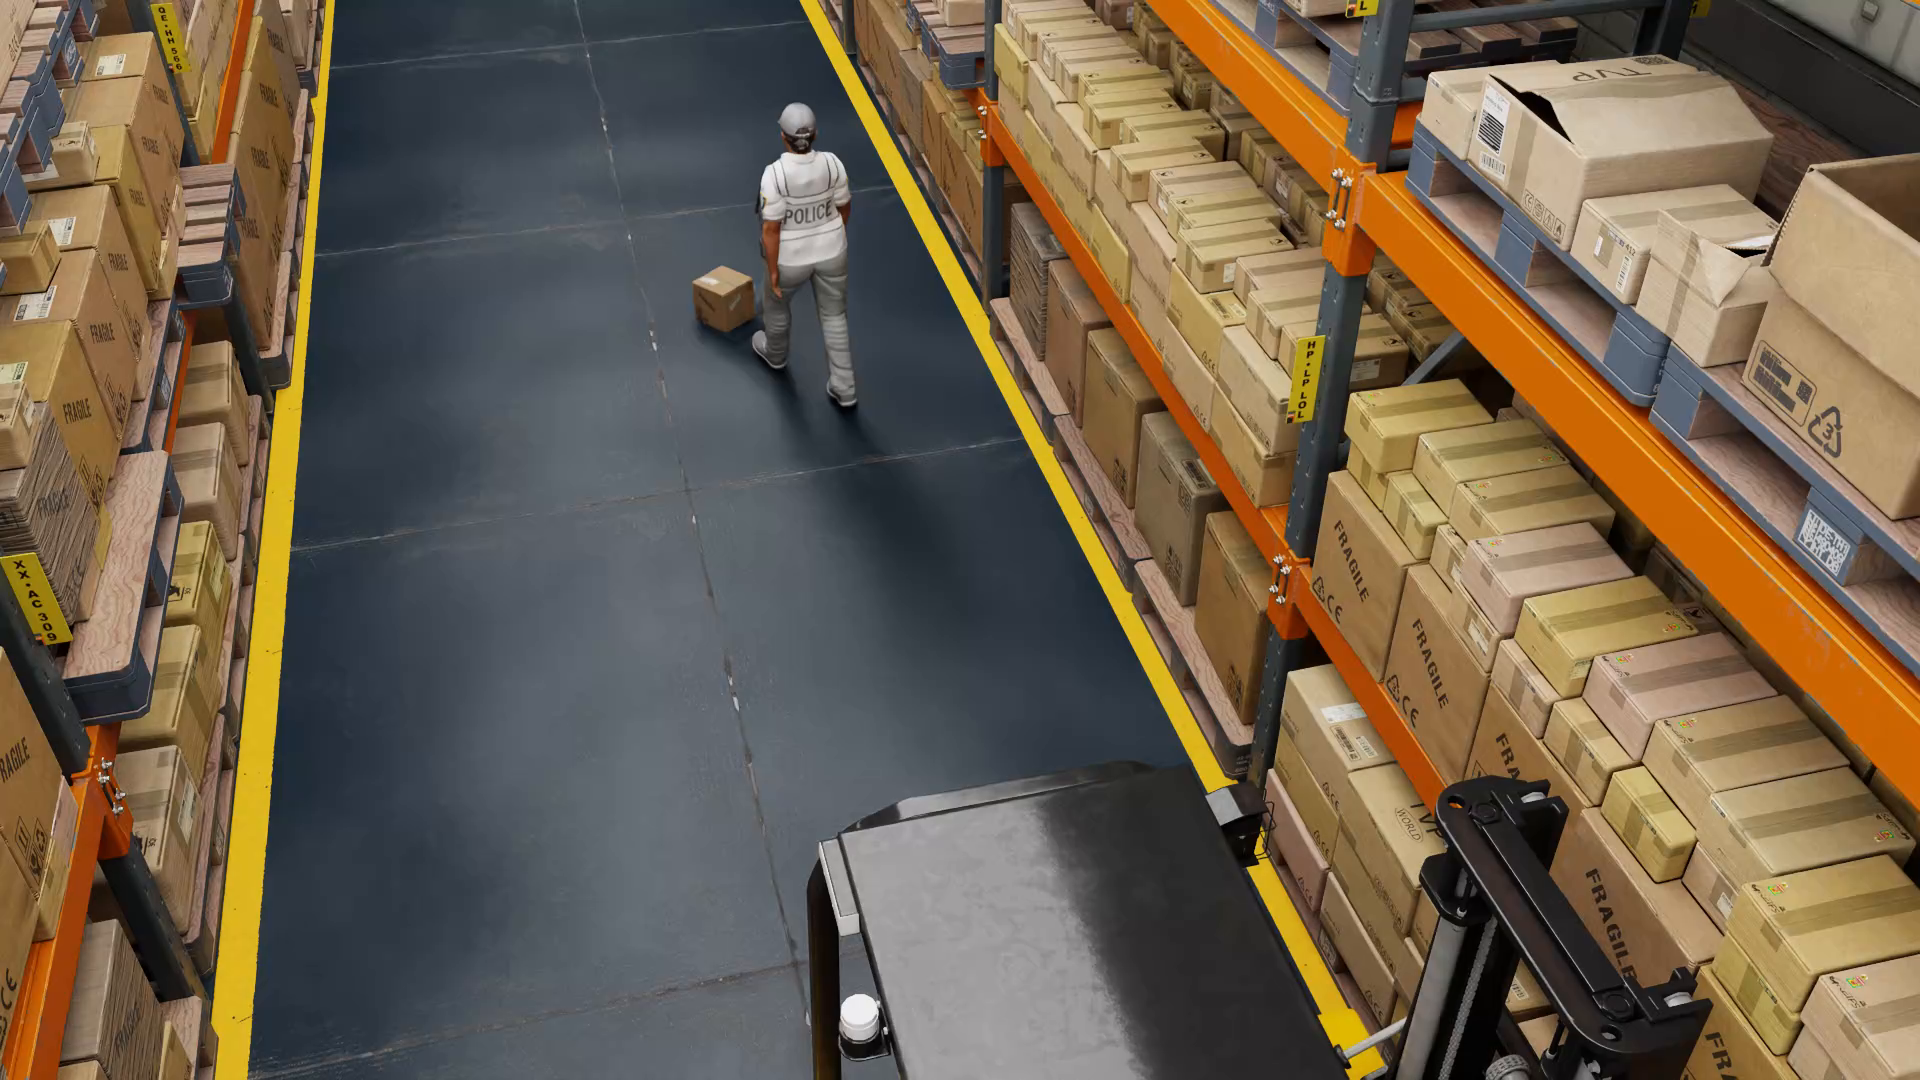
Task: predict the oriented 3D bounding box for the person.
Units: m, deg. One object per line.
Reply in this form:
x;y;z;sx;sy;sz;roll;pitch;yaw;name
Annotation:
-0.820;-1.536;8.643;0.495;1.627;0.847;-13;40;-16;person
